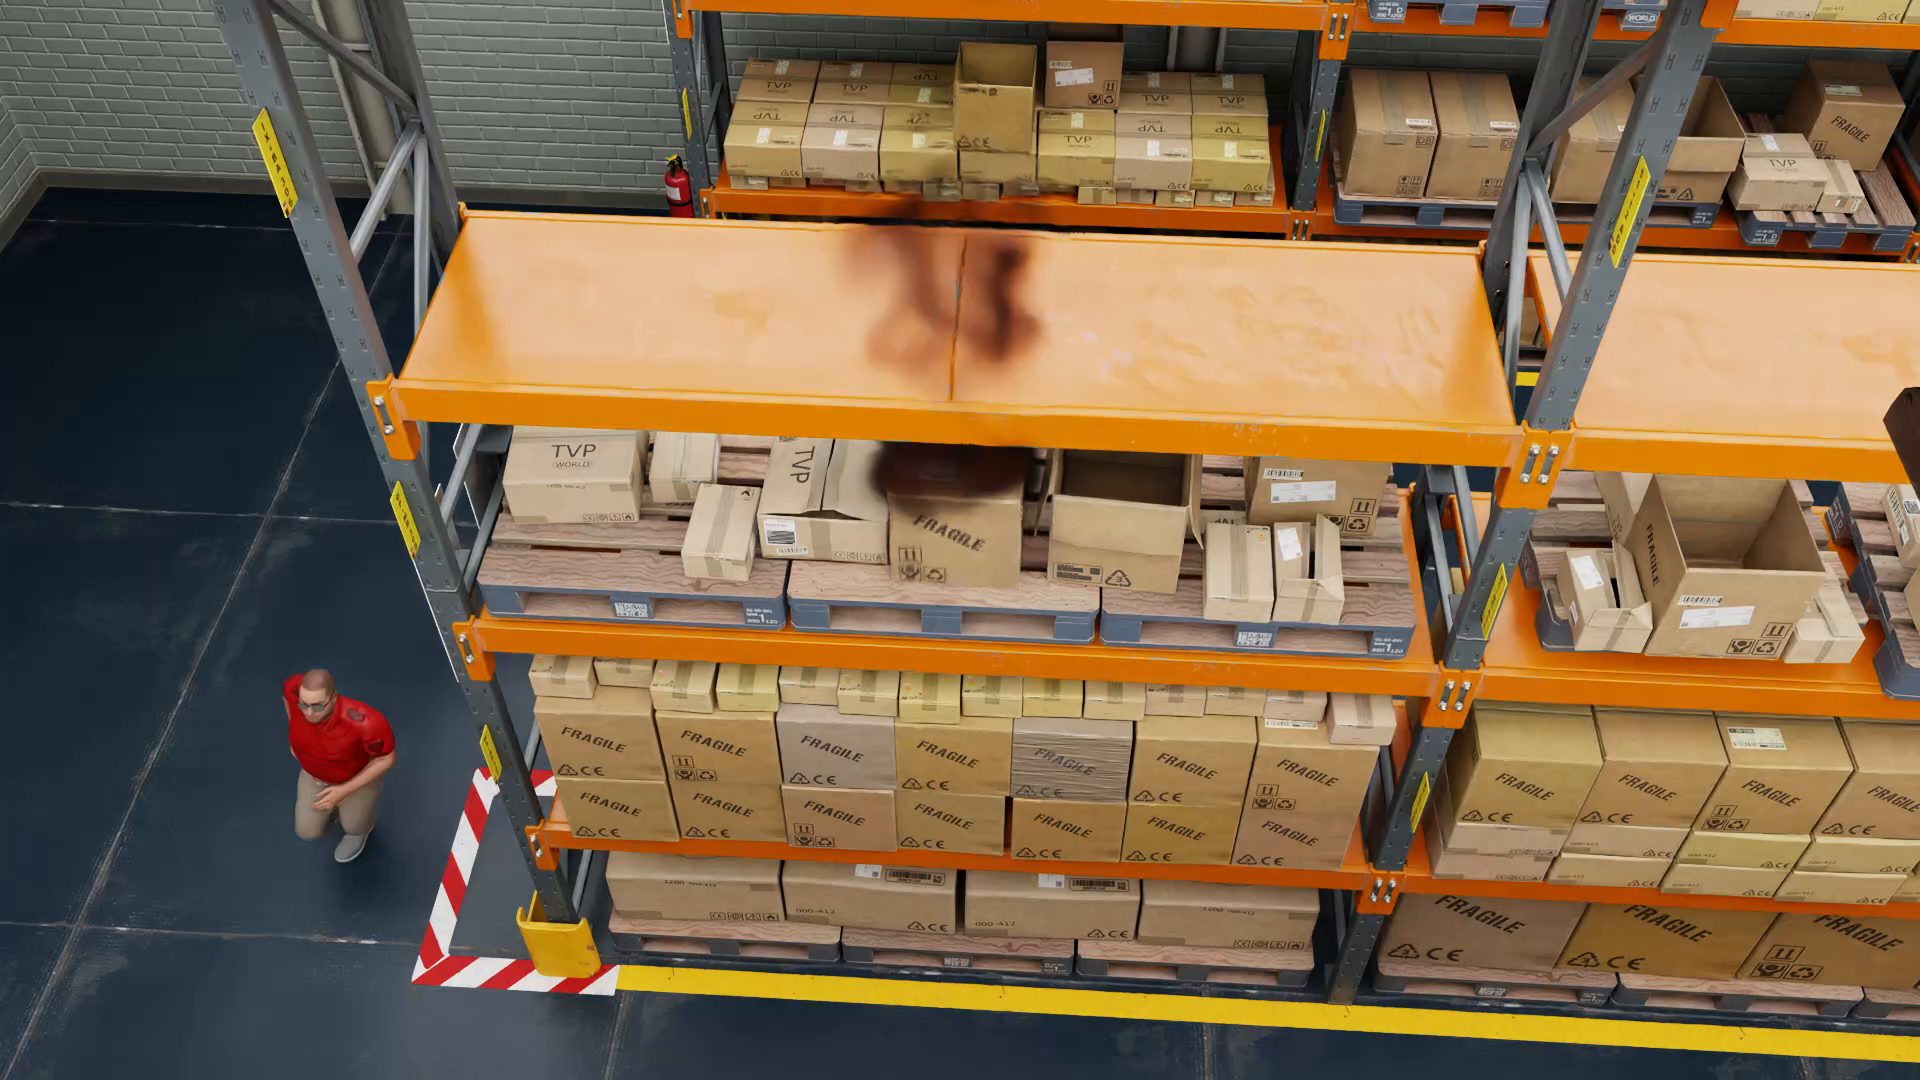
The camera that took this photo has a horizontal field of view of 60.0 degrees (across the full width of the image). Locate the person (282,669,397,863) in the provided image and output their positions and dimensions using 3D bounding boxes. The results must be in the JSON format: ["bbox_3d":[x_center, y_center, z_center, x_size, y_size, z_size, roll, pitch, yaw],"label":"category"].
[{"bbox_3d":[-3.203,1.198,8.546,0.770,1.663,0.560,8,48,7],"label":"person"}]
